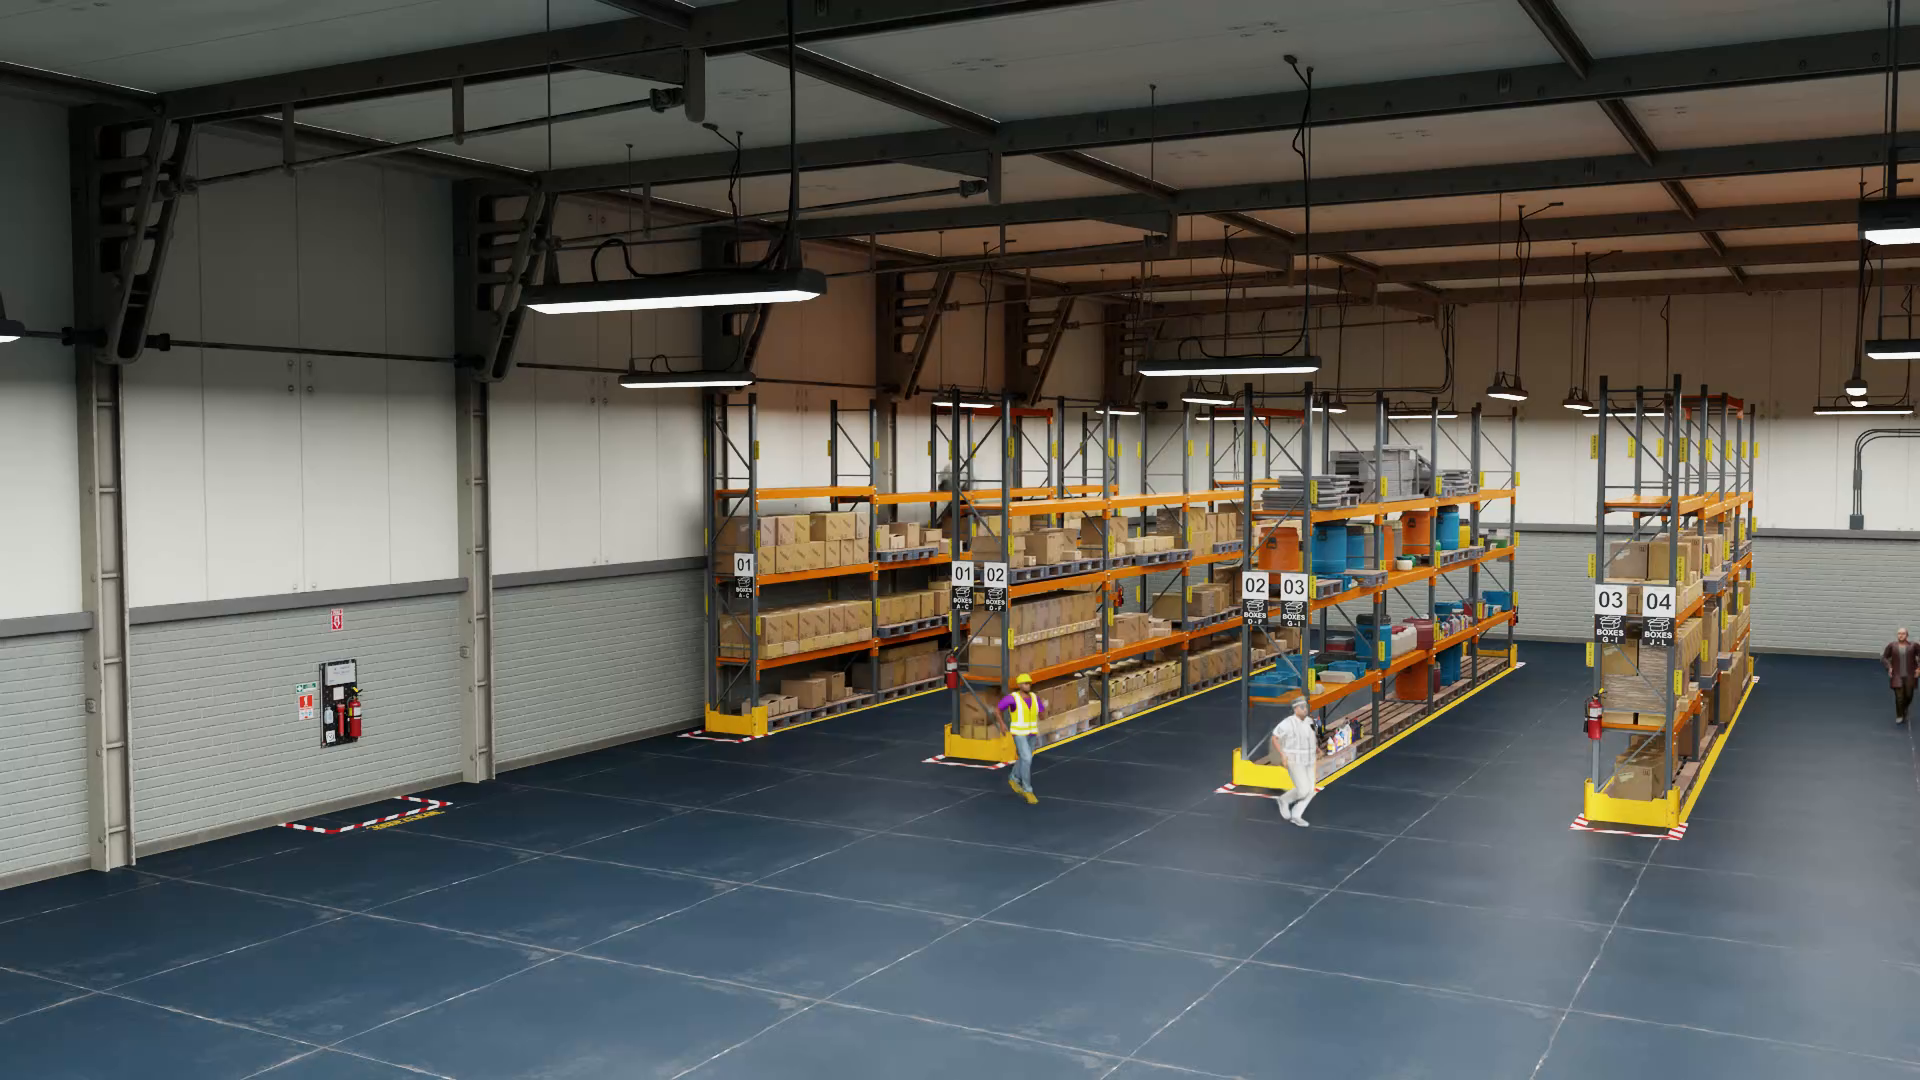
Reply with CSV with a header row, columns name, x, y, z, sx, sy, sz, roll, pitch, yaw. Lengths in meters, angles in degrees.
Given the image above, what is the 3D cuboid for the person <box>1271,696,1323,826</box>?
name,x,y,z,sx,sy,sz,roll,pitch,yaw
person,4.541,2.938,22.095,0.667,1.739,0.584,-2,4,-32

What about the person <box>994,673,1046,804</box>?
name,x,y,z,sx,sy,sz,roll,pitch,yaw
person,0.914,2.813,23.857,0.685,1.808,0.838,-2,4,-37

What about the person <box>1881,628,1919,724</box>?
name,x,y,z,sx,sy,sz,roll,pitch,yaw
person,17.296,2.492,30.503,0.711,1.744,0.557,2,4,32
